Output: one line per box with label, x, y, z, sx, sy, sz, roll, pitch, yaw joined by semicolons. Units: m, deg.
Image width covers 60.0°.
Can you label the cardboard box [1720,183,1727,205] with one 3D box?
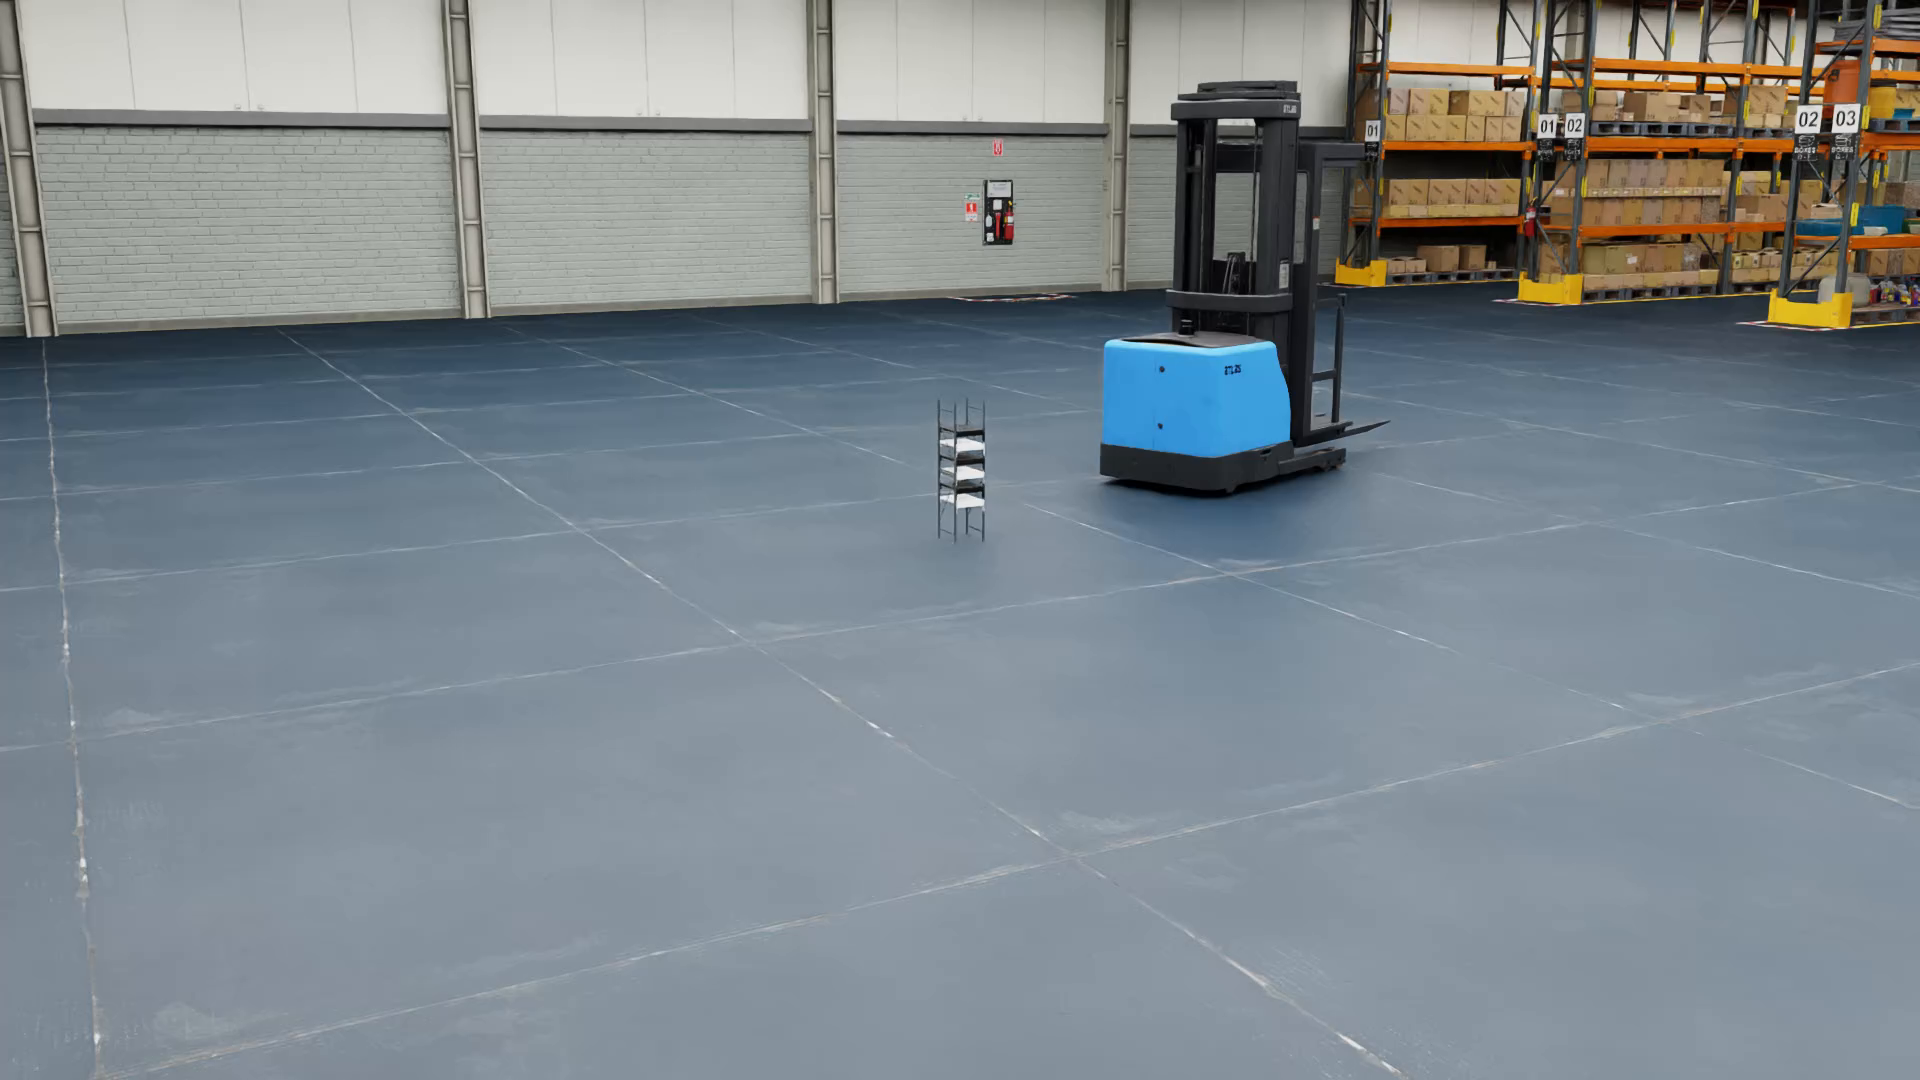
cardboard box;16.919;-7.820;37.575;0.500;0.500;0.500;-6;14;-26

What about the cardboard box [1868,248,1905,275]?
cardboard box;18.387;-5.543;33.098;0.500;0.500;0.500;-7;15;-30

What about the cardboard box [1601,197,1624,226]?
cardboard box;11.246;-5.809;29.361;0.500;0.500;0.700;-6;14;-26

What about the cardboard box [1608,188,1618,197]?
cardboard box;11.269;-6.077;29.073;0.250;0.149;0.380;-7;14;-28

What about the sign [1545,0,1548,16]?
sign;10.124;-9.184;28.616;0.005;0.325;0.100;-7;14;-28

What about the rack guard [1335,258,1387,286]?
rack guard;8.061;-5.400;33.465;0.348;0.500;1.175;-7;14;-28

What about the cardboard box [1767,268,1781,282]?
cardboard box;15.258;-5.045;31.499;0.500;0.250;0.500;-7;15;-30

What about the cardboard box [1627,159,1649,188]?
cardboard box;11.735;-6.501;29.480;0.500;0.500;0.700;-7;14;-28

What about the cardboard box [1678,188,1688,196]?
cardboard box;12.852;-6.267;29.918;0.250;0.149;0.380;-7;14;-28

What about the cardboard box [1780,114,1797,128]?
cardboard box;15.590;-7.863;31.267;0.500;0.250;0.500;-8;15;-33

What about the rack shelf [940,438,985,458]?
rack shelf;0.007;-0.583;10.482;0.200;0.077;0.258;-7;14;-28

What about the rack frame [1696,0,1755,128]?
rack frame;13.882;-9.005;30.126;0.127;3.000;1.000;-7;14;-28

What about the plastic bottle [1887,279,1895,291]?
plastic bottle;14.806;-3.976;26.475;0.185;0.351;0.144;-7;14;-28

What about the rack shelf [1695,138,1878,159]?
rack shelf;15.638;-7.401;31.469;4.000;0.370;1.077;-7;14;-28

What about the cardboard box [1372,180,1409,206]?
cardboard box;8.558;-6.906;33.053;0.500;0.500;0.500;-7;14;-28

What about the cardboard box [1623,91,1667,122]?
cardboard box;11.960;-7.565;29.055;0.500;0.500;0.500;-7;14;-28

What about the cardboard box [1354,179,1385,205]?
cardboard box;8.307;-7.004;33.490;0.500;0.500;0.500;-7;14;-28

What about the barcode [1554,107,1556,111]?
barcode;10.405;-7.529;29.076;0.075;0.075;0.001;-7;14;-28

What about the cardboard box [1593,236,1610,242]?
cardboard box;13.879;-6.680;36.445;0.500;0.250;0.500;-7;14;-27

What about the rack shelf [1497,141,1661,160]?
rack shelf;13.261;-8.355;35.710;4.000;0.370;1.077;-7;14;-28

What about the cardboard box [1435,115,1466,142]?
cardboard box;9.810;-8.286;33.490;0.500;0.500;0.500;-6;14;-24

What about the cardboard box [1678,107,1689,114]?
cardboard box;12.840;-7.712;30.142;0.500;0.311;0.500;-8;15;-31

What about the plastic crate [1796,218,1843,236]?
plastic crate;13.038;-4.740;25.178;0.616;0.251;0.499;-7;14;-28

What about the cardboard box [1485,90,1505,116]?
cardboard box;10.717;-8.877;33.840;0.500;0.500;0.500;-6;14;-25

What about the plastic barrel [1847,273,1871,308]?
plastic barrel;13.723;-3.830;25.506;0.421;0.512;0.421;0;13;0

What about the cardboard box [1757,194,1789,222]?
cardboard box;15.466;-6.313;31.599;0.500;0.500;0.500;-7;14;-28

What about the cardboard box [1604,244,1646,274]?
cardboard box;11.819;-5.008;29.629;0.500;0.500;0.500;-7;14;-28

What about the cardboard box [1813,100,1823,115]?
cardboard box;19.736;-9.960;38.651;0.500;0.500;0.500;-7;15;-29

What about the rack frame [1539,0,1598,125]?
rack frame;10.372;-8.584;28.256;0.127;3.000;1.000;-7;14;-28

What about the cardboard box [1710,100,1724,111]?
cardboard box;17.215;-9.838;37.724;0.500;0.250;0.500;-7;15;-30

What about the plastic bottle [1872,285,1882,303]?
plastic bottle;14.429;-3.870;26.159;0.133;0.283;0.061;-7;14;-28

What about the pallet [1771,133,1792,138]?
pallet;19.251;-9.378;38.819;1.213;0.211;1.003;-7;14;-28

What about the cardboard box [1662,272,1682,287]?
cardboard box;12.705;-4.744;30.165;0.500;0.250;0.500;-7;14;-28

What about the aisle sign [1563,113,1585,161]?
aisle sign;10.461;-6.860;28.337;0.004;0.787;0.394;-7;14;-28

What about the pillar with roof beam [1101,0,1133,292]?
pillar with roof beam;4.991;-8.318;27.073;0.400;9.000;9.100;-7;14;-28

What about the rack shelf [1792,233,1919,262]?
rack shelf;14.497;-4.562;25.686;4.000;0.370;1.077;-7;14;-28

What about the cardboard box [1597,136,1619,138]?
cardboard box;13.834;-8.858;36.025;0.637;0.503;0.797;-5;14;-20

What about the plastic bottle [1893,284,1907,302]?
plastic bottle;14.899;-3.913;26.368;0.135;0.276;0.152;-7;14;-28

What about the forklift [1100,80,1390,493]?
forklift;2.401;-2.028;12.944;1.130;2.935;3.031;11;17;40

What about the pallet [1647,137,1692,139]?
pallet;15.556;-8.902;36.933;1.003;0.211;1.213;-6;14;-25

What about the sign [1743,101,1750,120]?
sign;14.150;-7.726;29.916;0.005;0.325;0.100;-7;14;-28

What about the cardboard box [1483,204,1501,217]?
cardboard box;10.794;-6.810;34.333;0.500;0.250;0.500;-7;14;-28

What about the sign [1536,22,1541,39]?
sign;11.749;-10.347;33.782;0.005;0.325;0.100;-7;14;-28

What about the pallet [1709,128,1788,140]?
pallet;14.650;-7.543;30.900;1.217;0.209;0.805;-8;15;-30

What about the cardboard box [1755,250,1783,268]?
cardboard box;15.260;-5.317;31.431;0.500;0.311;0.500;-7;15;-30

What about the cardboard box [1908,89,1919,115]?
cardboard box;18.675;-8.651;32.880;0.500;0.500;0.500;-7;14;-28

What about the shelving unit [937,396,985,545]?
shelving unit;0.007;-0.440;10.514;0.210;0.900;0.258;-7;14;-28

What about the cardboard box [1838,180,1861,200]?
cardboard box;20.962;-8.307;40.005;0.700;0.700;0.980;-7;14;-28

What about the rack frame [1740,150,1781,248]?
rack frame;18.528;-7.874;38.765;0.127;3.000;1.000;-7;14;-28

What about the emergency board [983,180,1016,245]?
emergency board;0.741;-5.968;30.296;0.643;1.169;0.194;-7;14;-28

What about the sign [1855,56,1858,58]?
sign;21.778;-11.862;40.334;0.005;0.325;0.100;-7;14;-28

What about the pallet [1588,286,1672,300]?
pallet;12.092;-4.513;30.181;1.213;0.211;1.003;-7;14;-28

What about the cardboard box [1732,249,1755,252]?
cardboard box;14.993;-5.421;31.894;0.500;0.311;0.500;-7;14;-28
